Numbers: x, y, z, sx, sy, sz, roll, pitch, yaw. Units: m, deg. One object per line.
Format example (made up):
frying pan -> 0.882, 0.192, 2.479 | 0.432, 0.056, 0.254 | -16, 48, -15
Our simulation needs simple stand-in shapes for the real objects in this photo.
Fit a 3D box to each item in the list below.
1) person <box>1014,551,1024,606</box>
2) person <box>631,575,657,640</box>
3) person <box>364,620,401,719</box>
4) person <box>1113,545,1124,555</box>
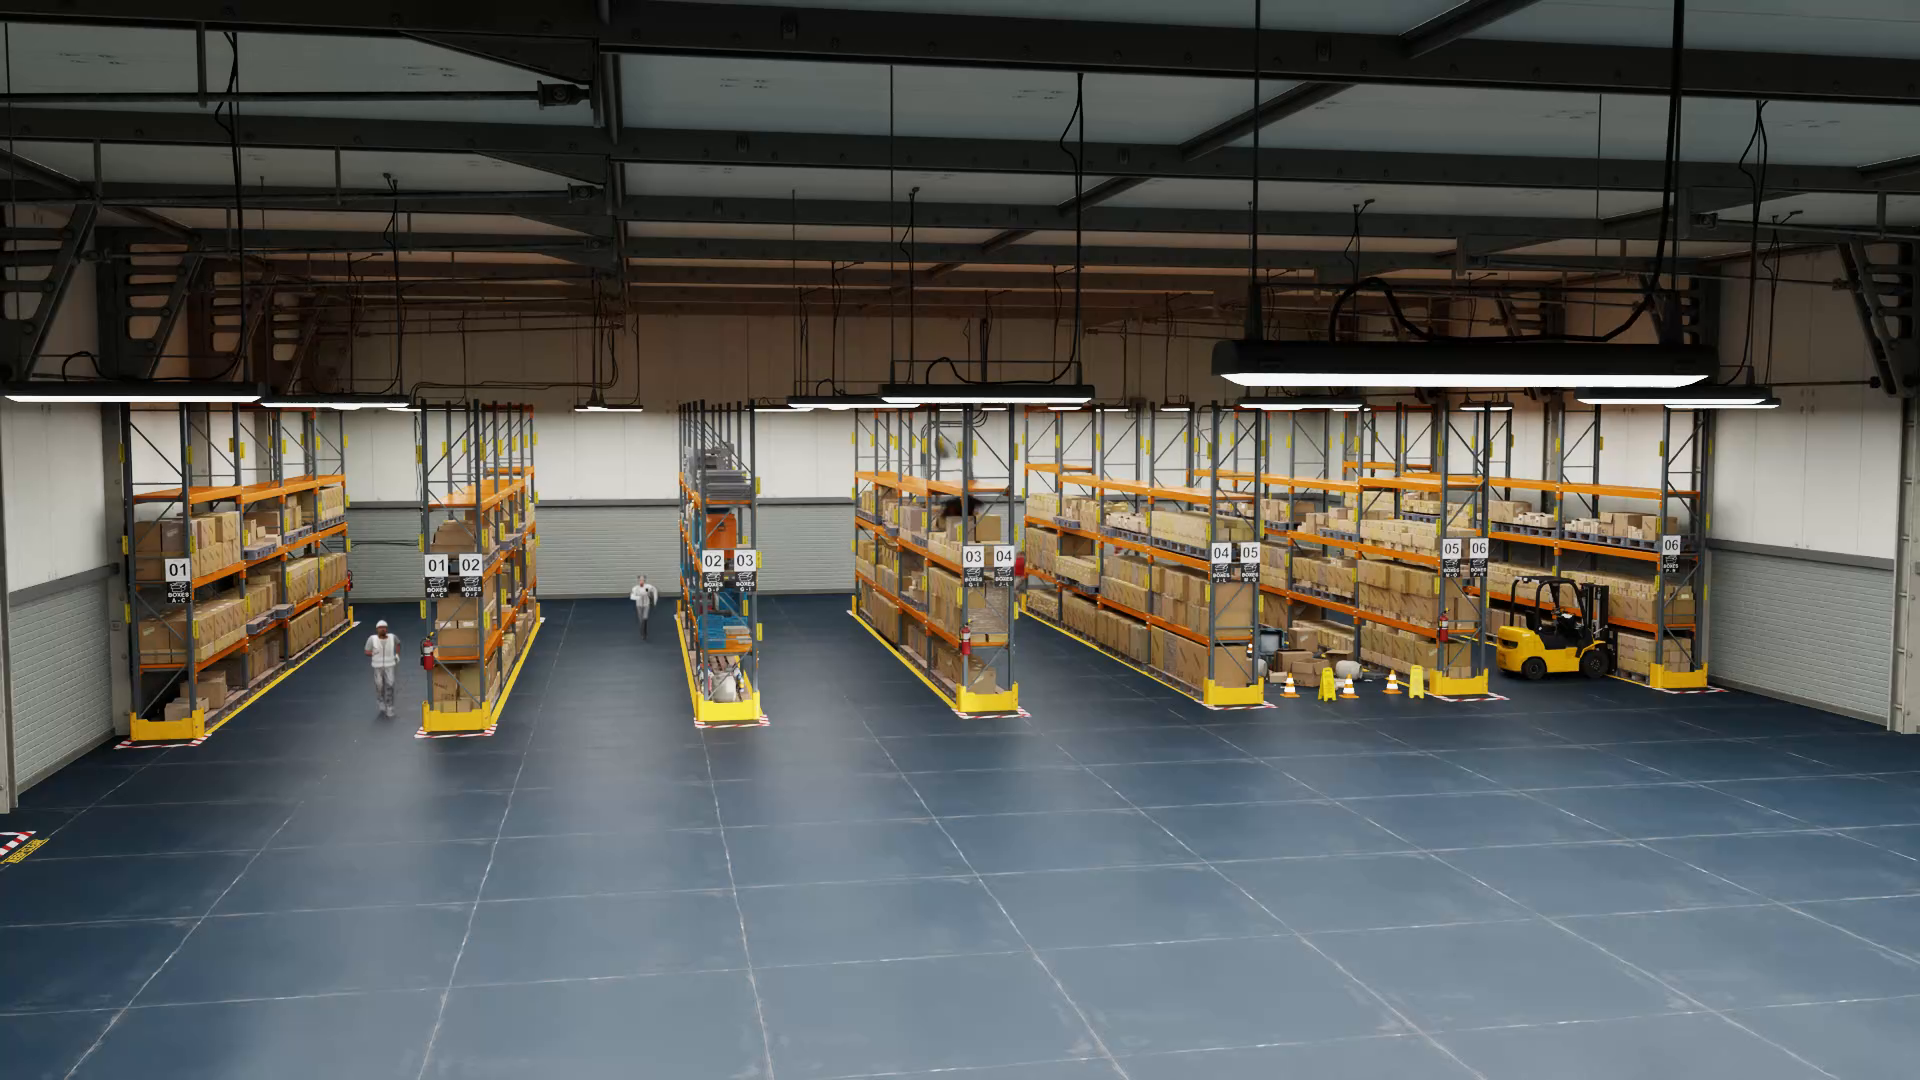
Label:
person -> 1.730, 1.169, 49.395 | 0.632, 1.707, 0.725 | -2, 5, -24
person -> -8.014, 1.698, 42.162 | 0.641, 1.673, 0.785 | 0, 4, -5
person -> -10.969, 2.438, 31.619 | 0.665, 1.836, 0.783 | -2, 5, -20
person -> 4.800, 0.987, 50.746 | 0.810, 1.707, 0.657 | -2, 5, -28
